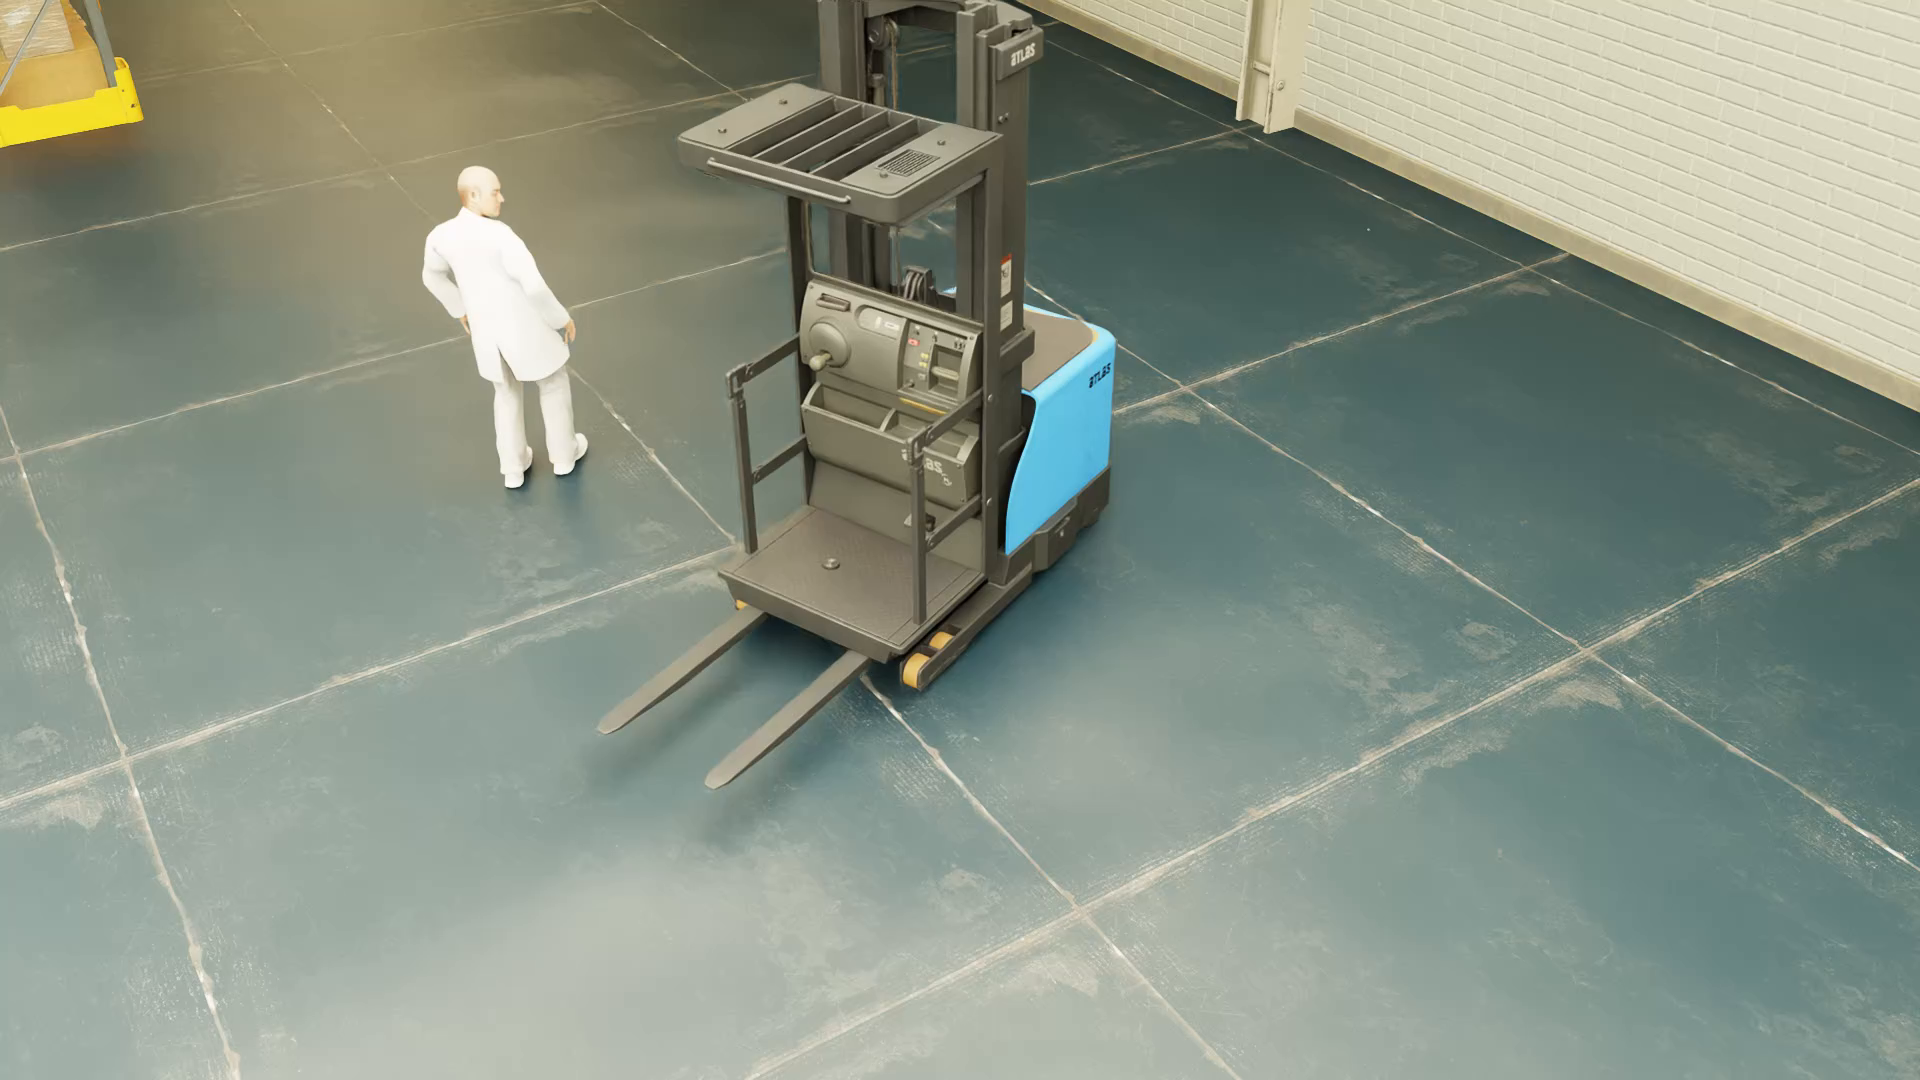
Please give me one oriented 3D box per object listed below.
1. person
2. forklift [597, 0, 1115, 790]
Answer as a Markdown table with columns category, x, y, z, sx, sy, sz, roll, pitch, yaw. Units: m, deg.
| category | x | y | z | sx | sy | sz | roll | pitch | yaw |
| --- | --- | --- | --- | --- | --- | --- | --- | --- | --- |
| person | -2.374 | -1.143 | 8.803 | 0.799 | 1.755 | 0.557 | 9 | 36 | 13 |
| forklift | -0.445 | -0.819 | 7.313 | 1.130 | 2.935 | 3.031 | 21 | 40 | 27 |
